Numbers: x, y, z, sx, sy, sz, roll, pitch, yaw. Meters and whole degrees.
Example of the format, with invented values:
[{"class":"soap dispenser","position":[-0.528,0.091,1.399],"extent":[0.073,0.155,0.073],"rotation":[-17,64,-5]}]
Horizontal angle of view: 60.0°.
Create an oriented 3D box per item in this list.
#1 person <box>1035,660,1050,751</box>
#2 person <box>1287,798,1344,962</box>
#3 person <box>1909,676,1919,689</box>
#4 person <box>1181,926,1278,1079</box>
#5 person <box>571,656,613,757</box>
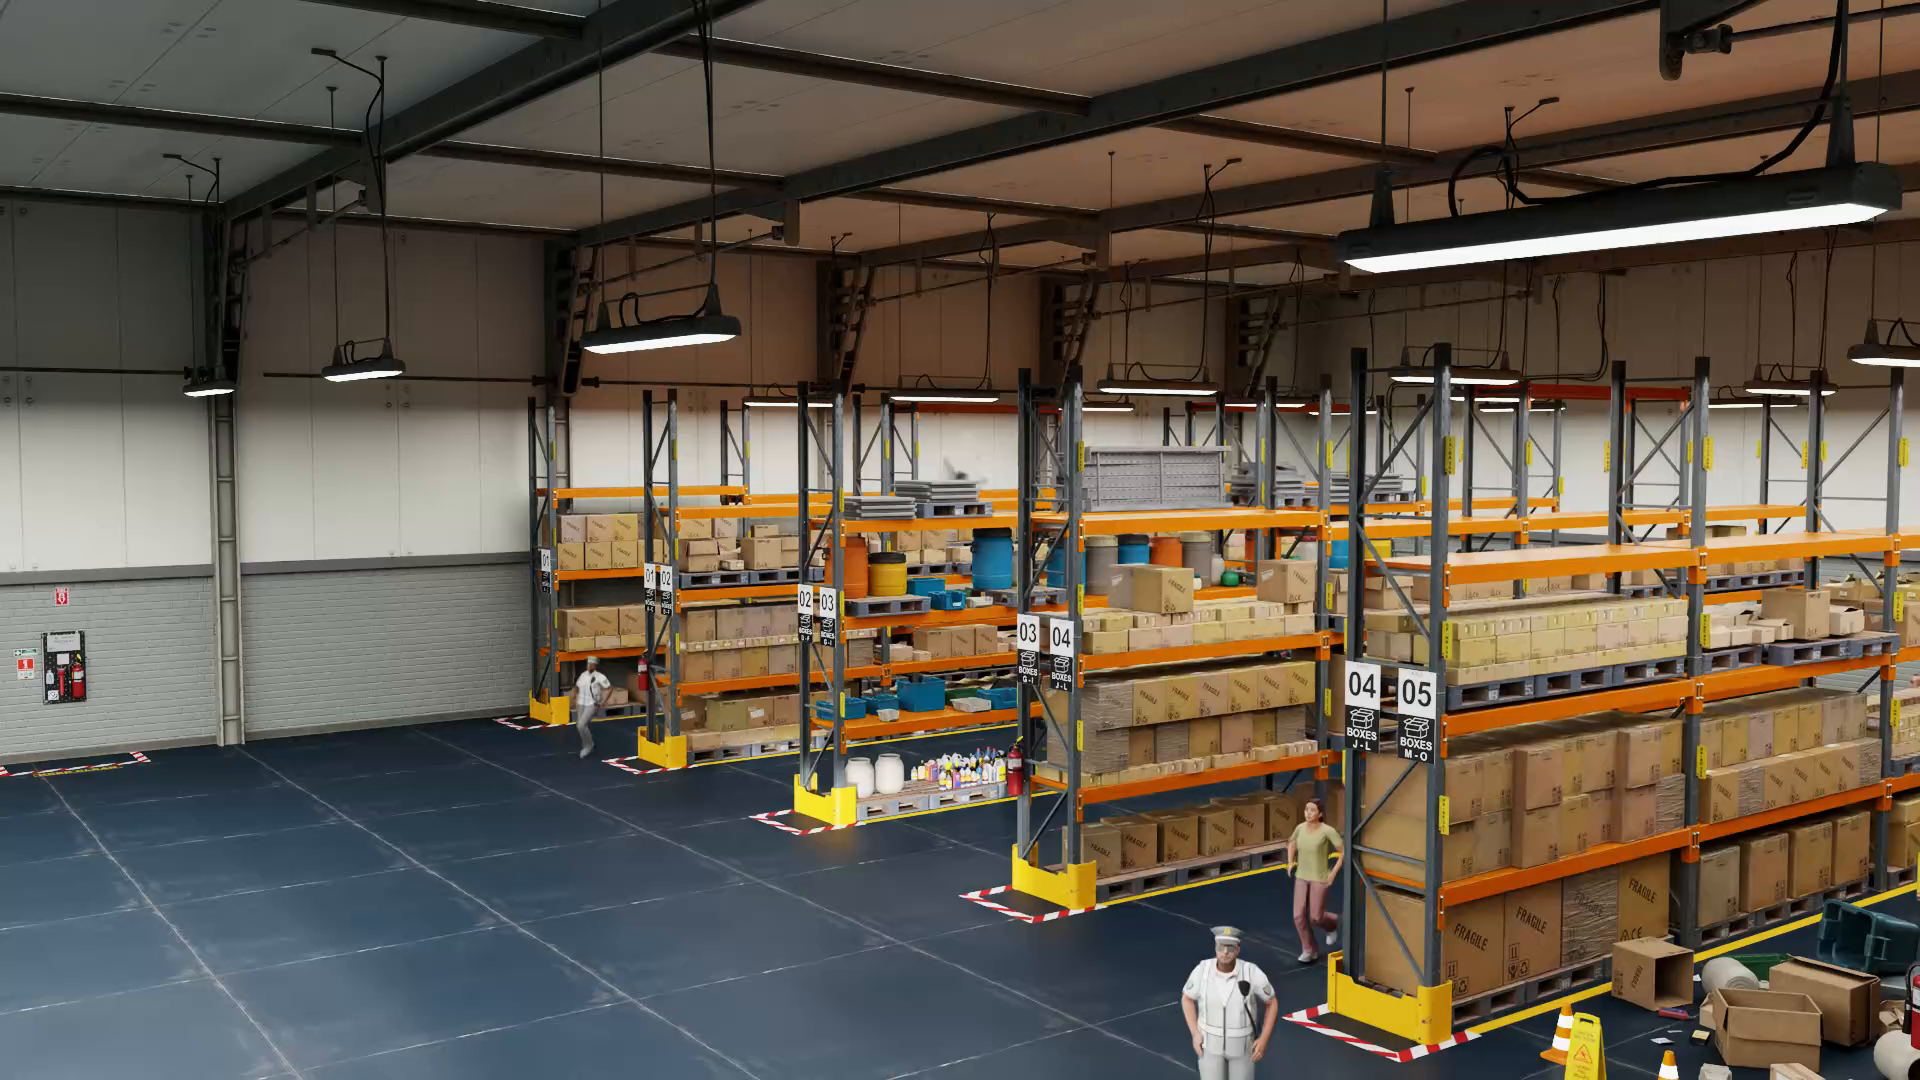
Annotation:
[{"class":"person","position":[1.464,2.663,27.672],"extent":[0.571,1.720,0.676],"rotation":[-3,5,-43]},{"class":"person","position":[3.557,3.371,16.597],"extent":[0.624,1.616,0.595],"rotation":[3,4,39]},{"class":"person","position":[13.943,2.862,24.303],"extent":[0.759,1.767,0.624],"rotation":[-2,4,-30]},{"class":"person","position":[1.926,3.595,11.922],"extent":[0.690,1.747,0.618],"rotation":[1,3,13]},{"class":"person","position":[-6.074,2.730,27.260],"extent":[0.648,1.681,0.592],"rotation":[2,4,28]}]
